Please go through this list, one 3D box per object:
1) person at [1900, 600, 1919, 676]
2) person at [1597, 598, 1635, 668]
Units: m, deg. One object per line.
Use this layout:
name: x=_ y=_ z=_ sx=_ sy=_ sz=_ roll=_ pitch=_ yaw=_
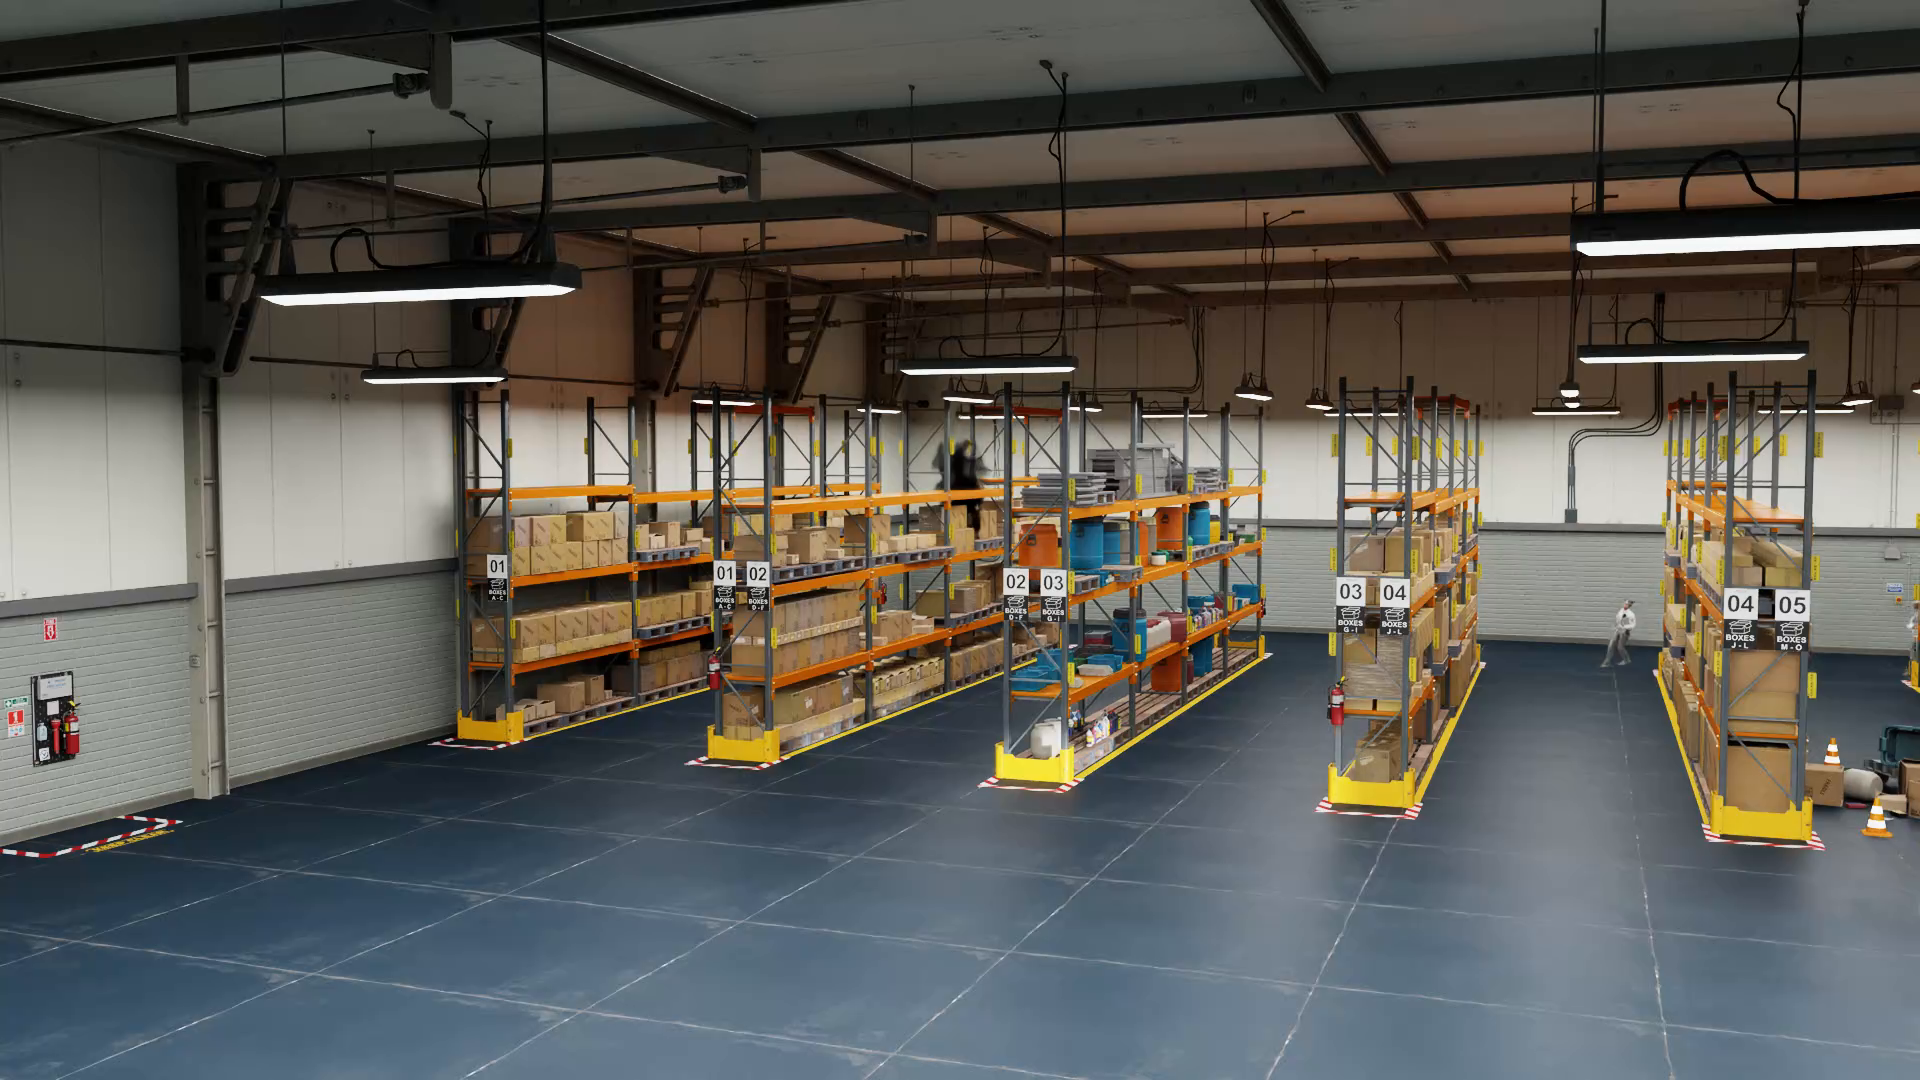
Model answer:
person: x=20.932 y=2.145 z=36.161 sx=0.905 sy=1.796 sz=0.713 roll=3 pitch=4 yaw=40
person: x=15.022 y=2.119 z=37.743 sx=0.751 sy=1.640 sz=0.758 roll=-1 pitch=3 yaw=-21
